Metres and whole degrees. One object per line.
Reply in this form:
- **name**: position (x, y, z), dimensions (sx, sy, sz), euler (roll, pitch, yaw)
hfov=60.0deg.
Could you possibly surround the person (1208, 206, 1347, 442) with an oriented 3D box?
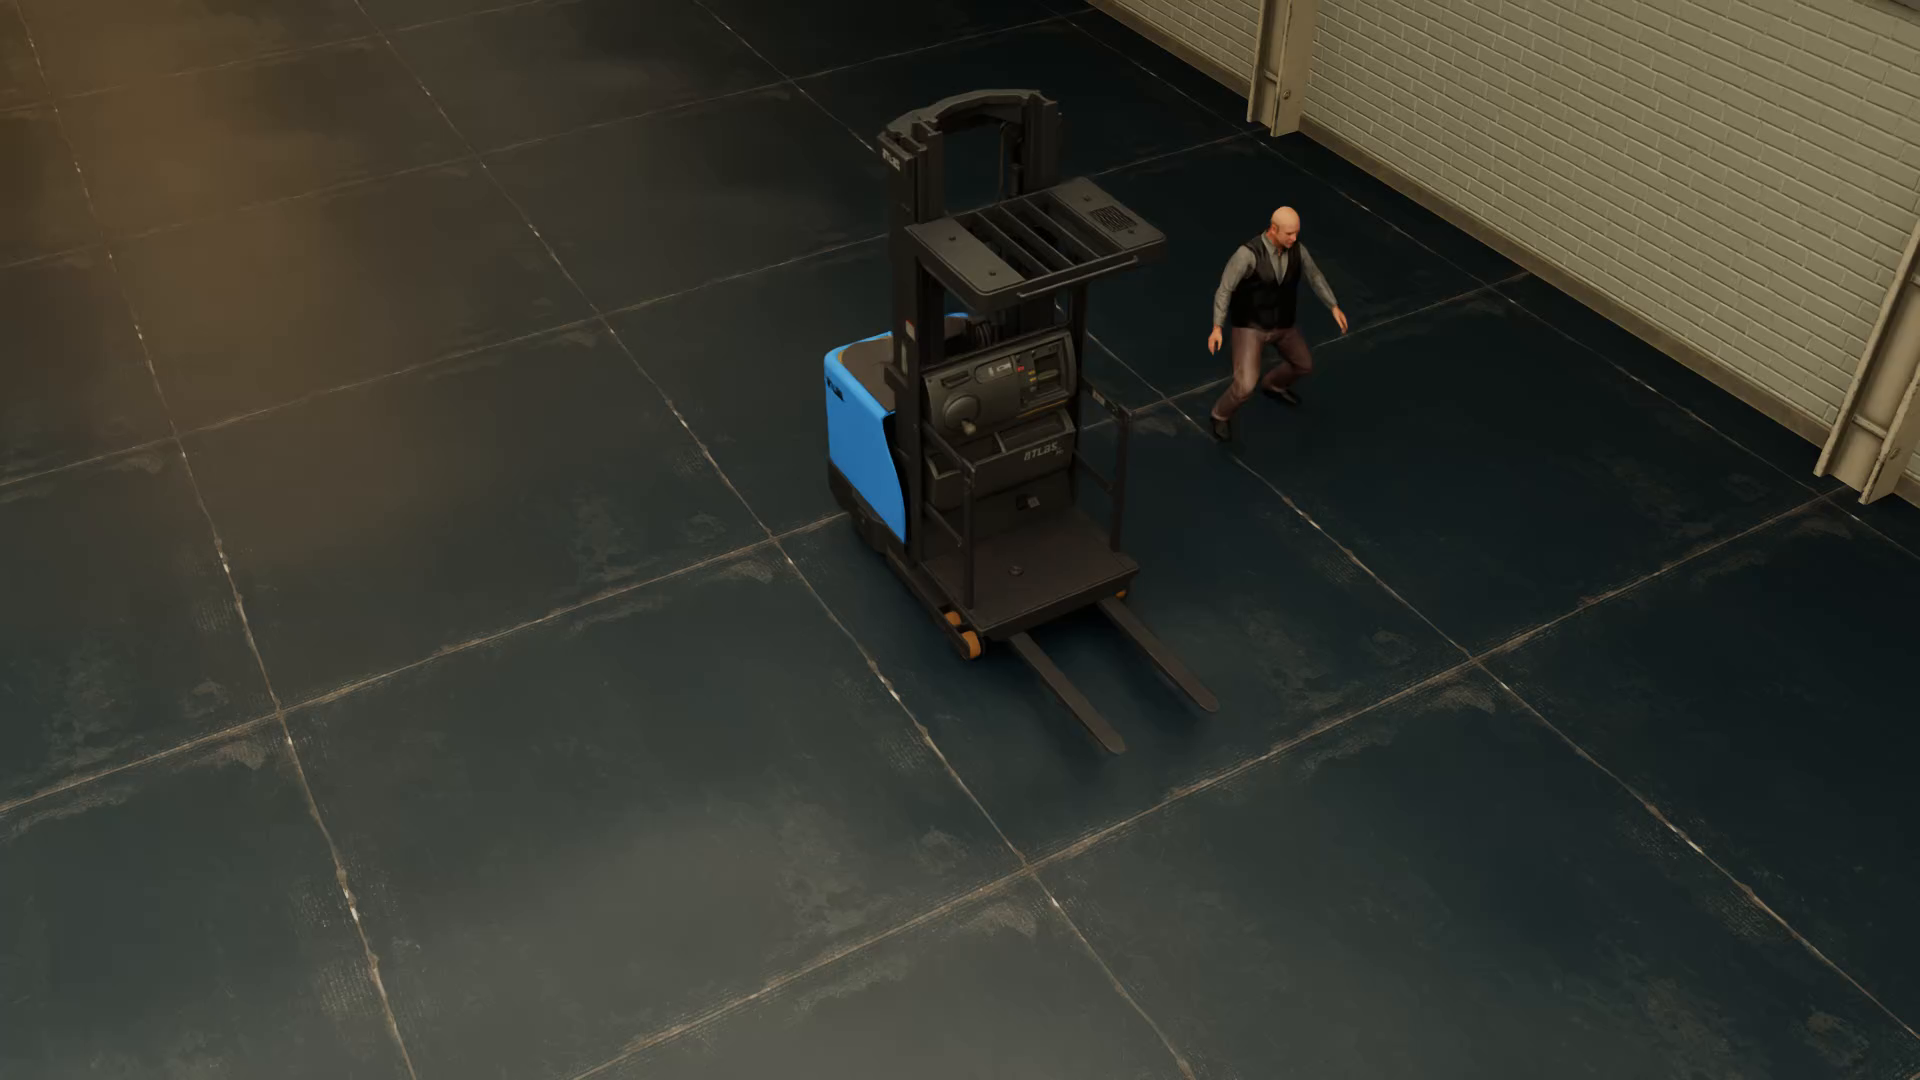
- **person**: position (2.032, -1.412, 10.810), dimensions (0.936, 1.597, 0.639), euler (-14, 42, -17)

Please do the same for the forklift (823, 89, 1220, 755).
- **forklift**: position (0.339, -0.783, 8.980), dimensions (1.130, 2.935, 3.031), euler (-21, 44, -23)
